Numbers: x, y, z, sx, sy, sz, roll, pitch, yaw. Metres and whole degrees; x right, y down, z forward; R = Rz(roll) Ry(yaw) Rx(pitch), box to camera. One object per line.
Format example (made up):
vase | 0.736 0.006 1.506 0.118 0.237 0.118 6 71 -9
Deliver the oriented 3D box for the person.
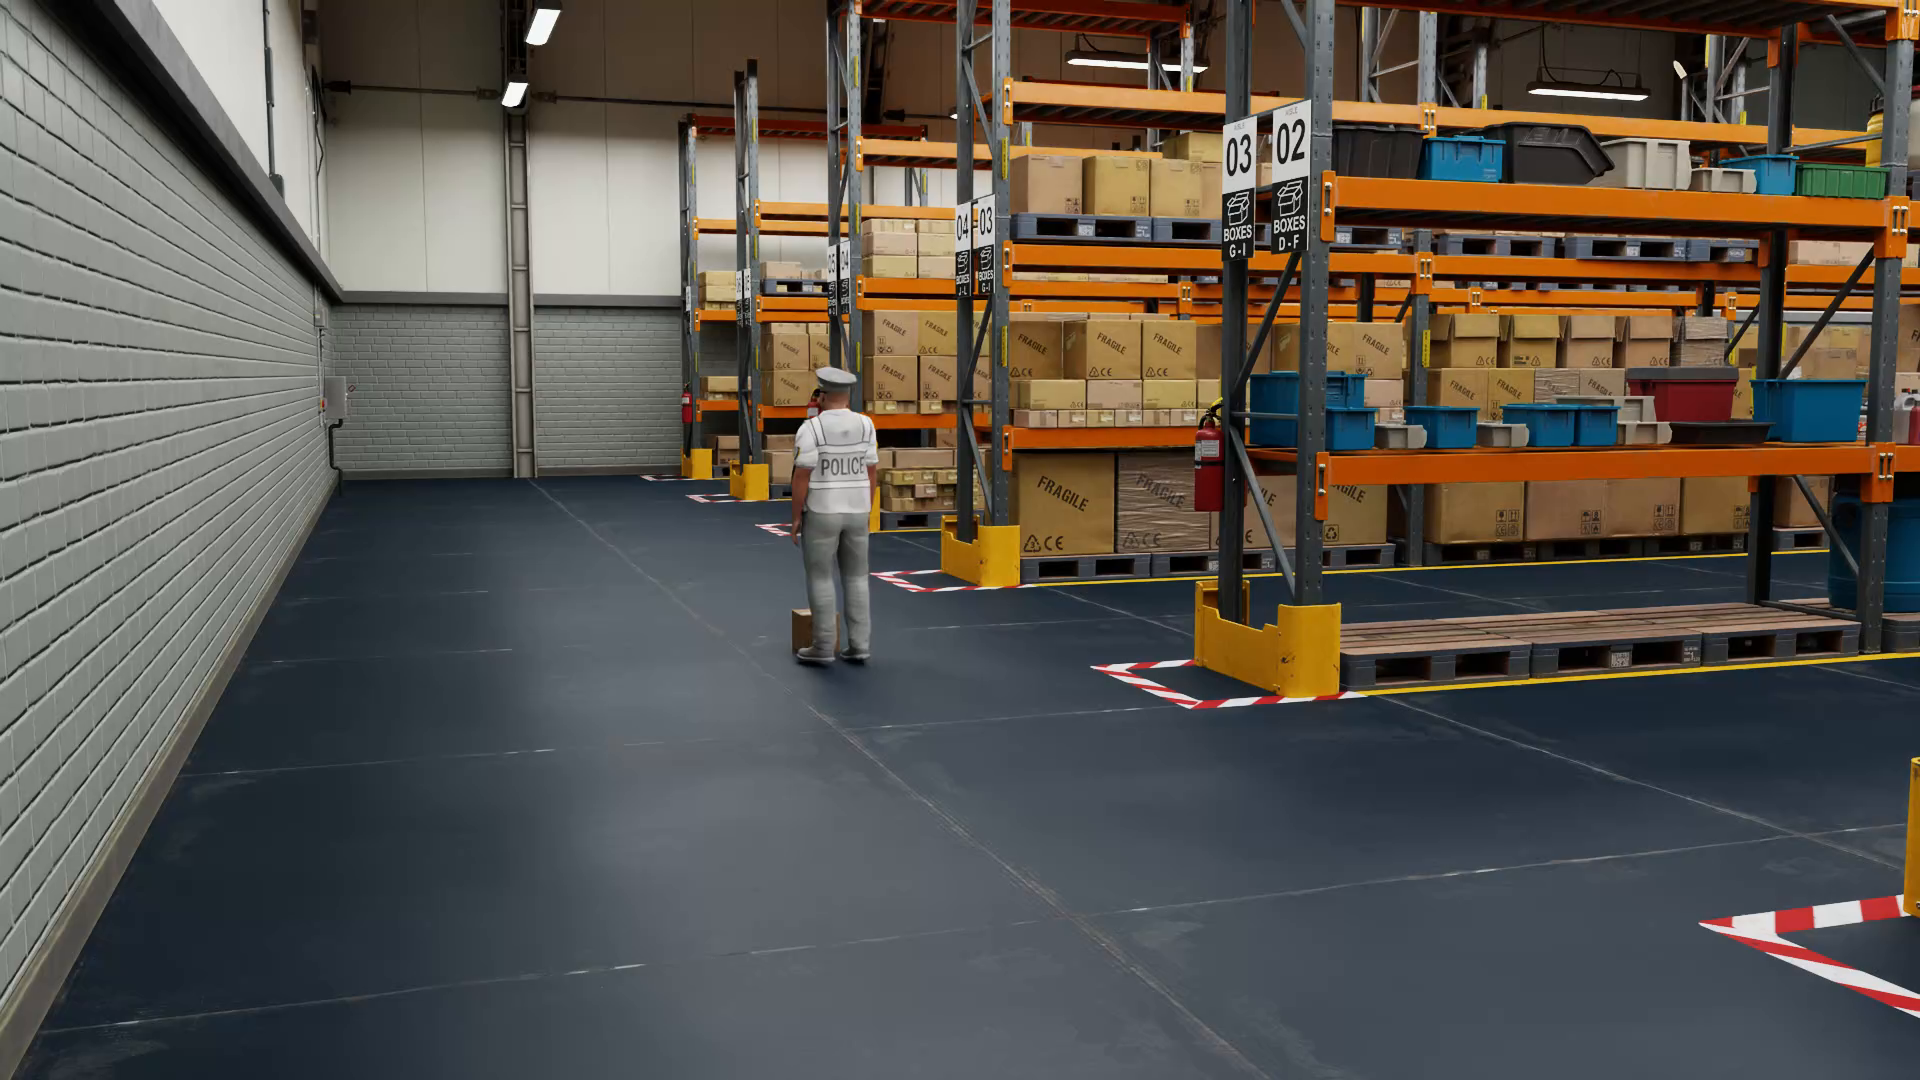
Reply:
person | -0.769 -0.146 9.988 0.549 1.783 0.401 -3 7 -29
